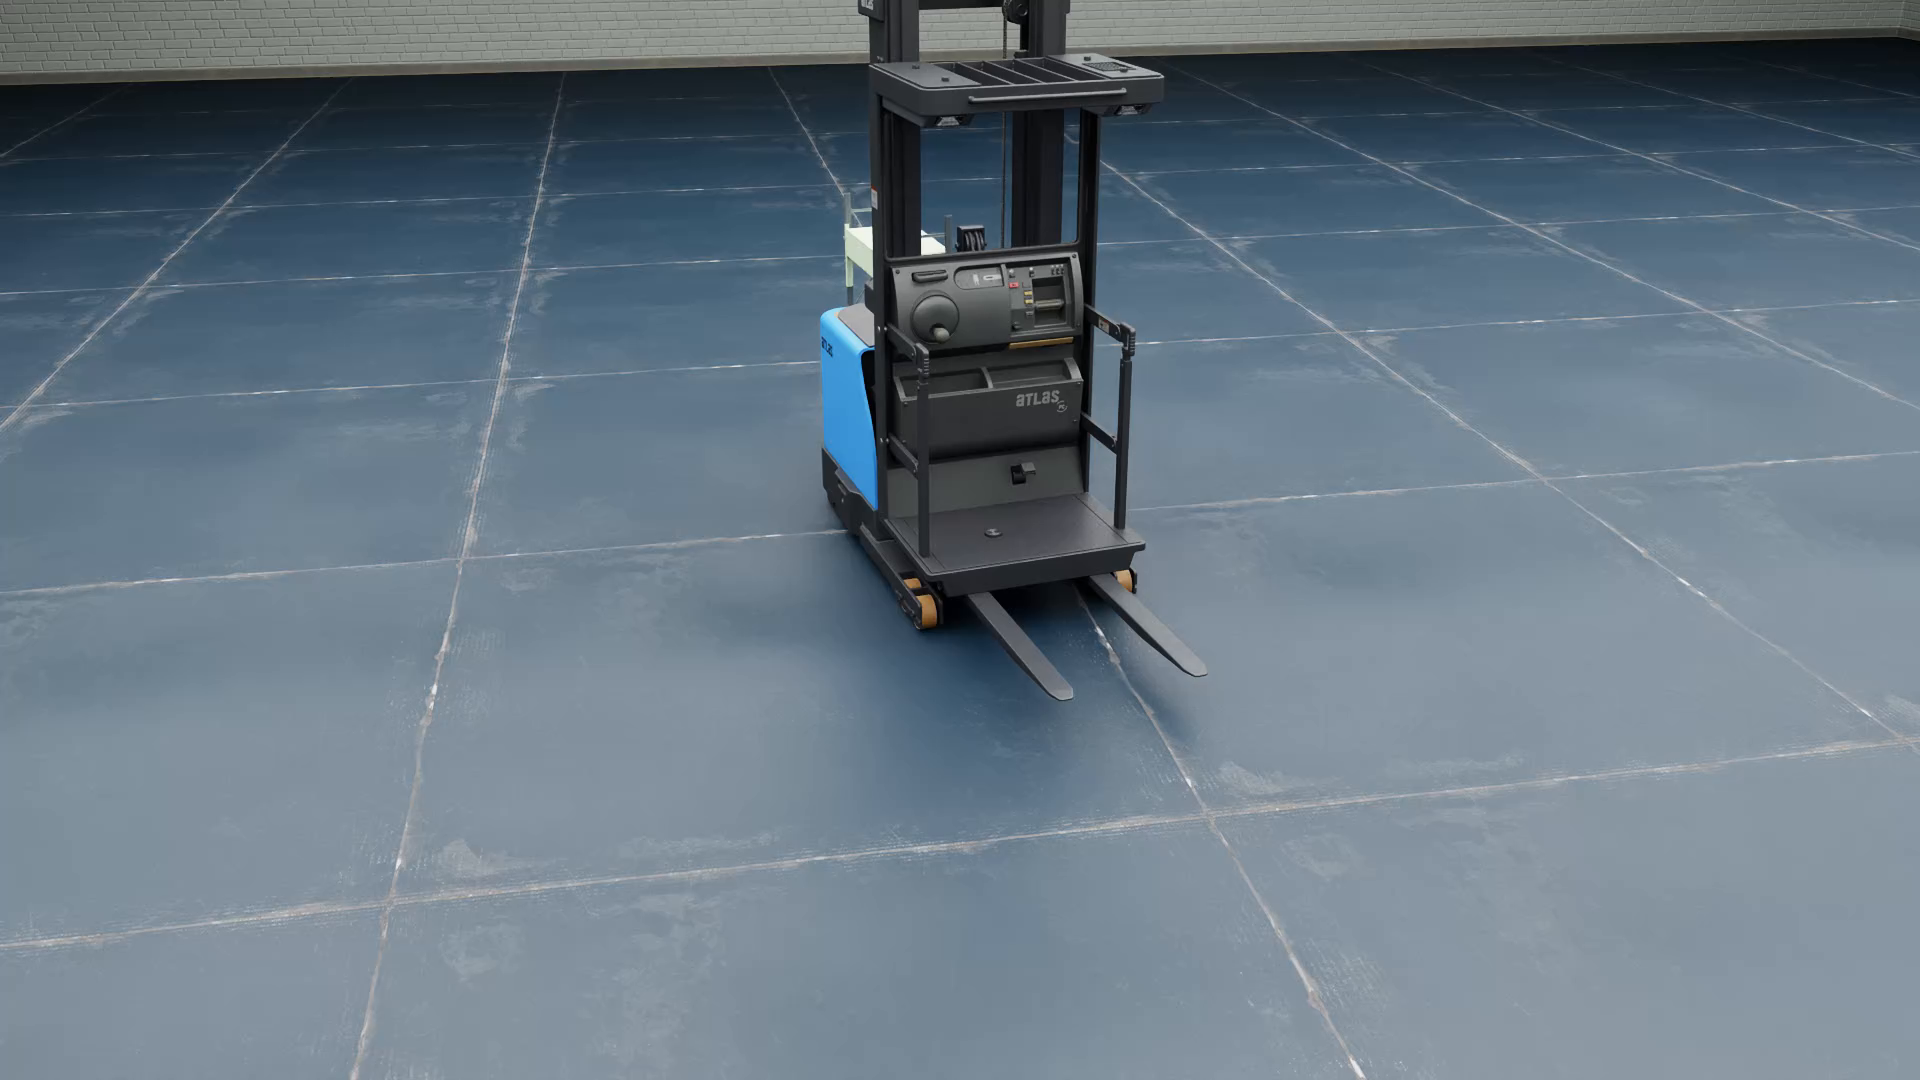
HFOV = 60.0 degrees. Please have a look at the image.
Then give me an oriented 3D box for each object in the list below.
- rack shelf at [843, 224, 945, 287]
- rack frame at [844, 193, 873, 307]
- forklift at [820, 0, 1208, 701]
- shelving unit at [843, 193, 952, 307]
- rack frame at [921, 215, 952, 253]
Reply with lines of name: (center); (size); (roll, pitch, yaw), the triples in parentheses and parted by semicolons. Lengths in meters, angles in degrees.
rack shelf: (-0.357, -1.552, 9.454); (0.431, 0.370, 0.720); (-8, 25, -17)
rack frame: (-0.477, -1.333, 9.927); (0.400, 1.500, 0.023); (-8, 25, -17)
forklift: (0.210, -1.107, 7.623); (1.130, 2.935, 3.031); (-8, 25, -18)
shelving unit: (-0.357, -1.194, 9.610); (0.431, 1.500, 0.755); (-8, 25, -17)
rack frame: (-0.237, -1.056, 9.293); (0.400, 1.500, 0.023); (-8, 25, -17)
